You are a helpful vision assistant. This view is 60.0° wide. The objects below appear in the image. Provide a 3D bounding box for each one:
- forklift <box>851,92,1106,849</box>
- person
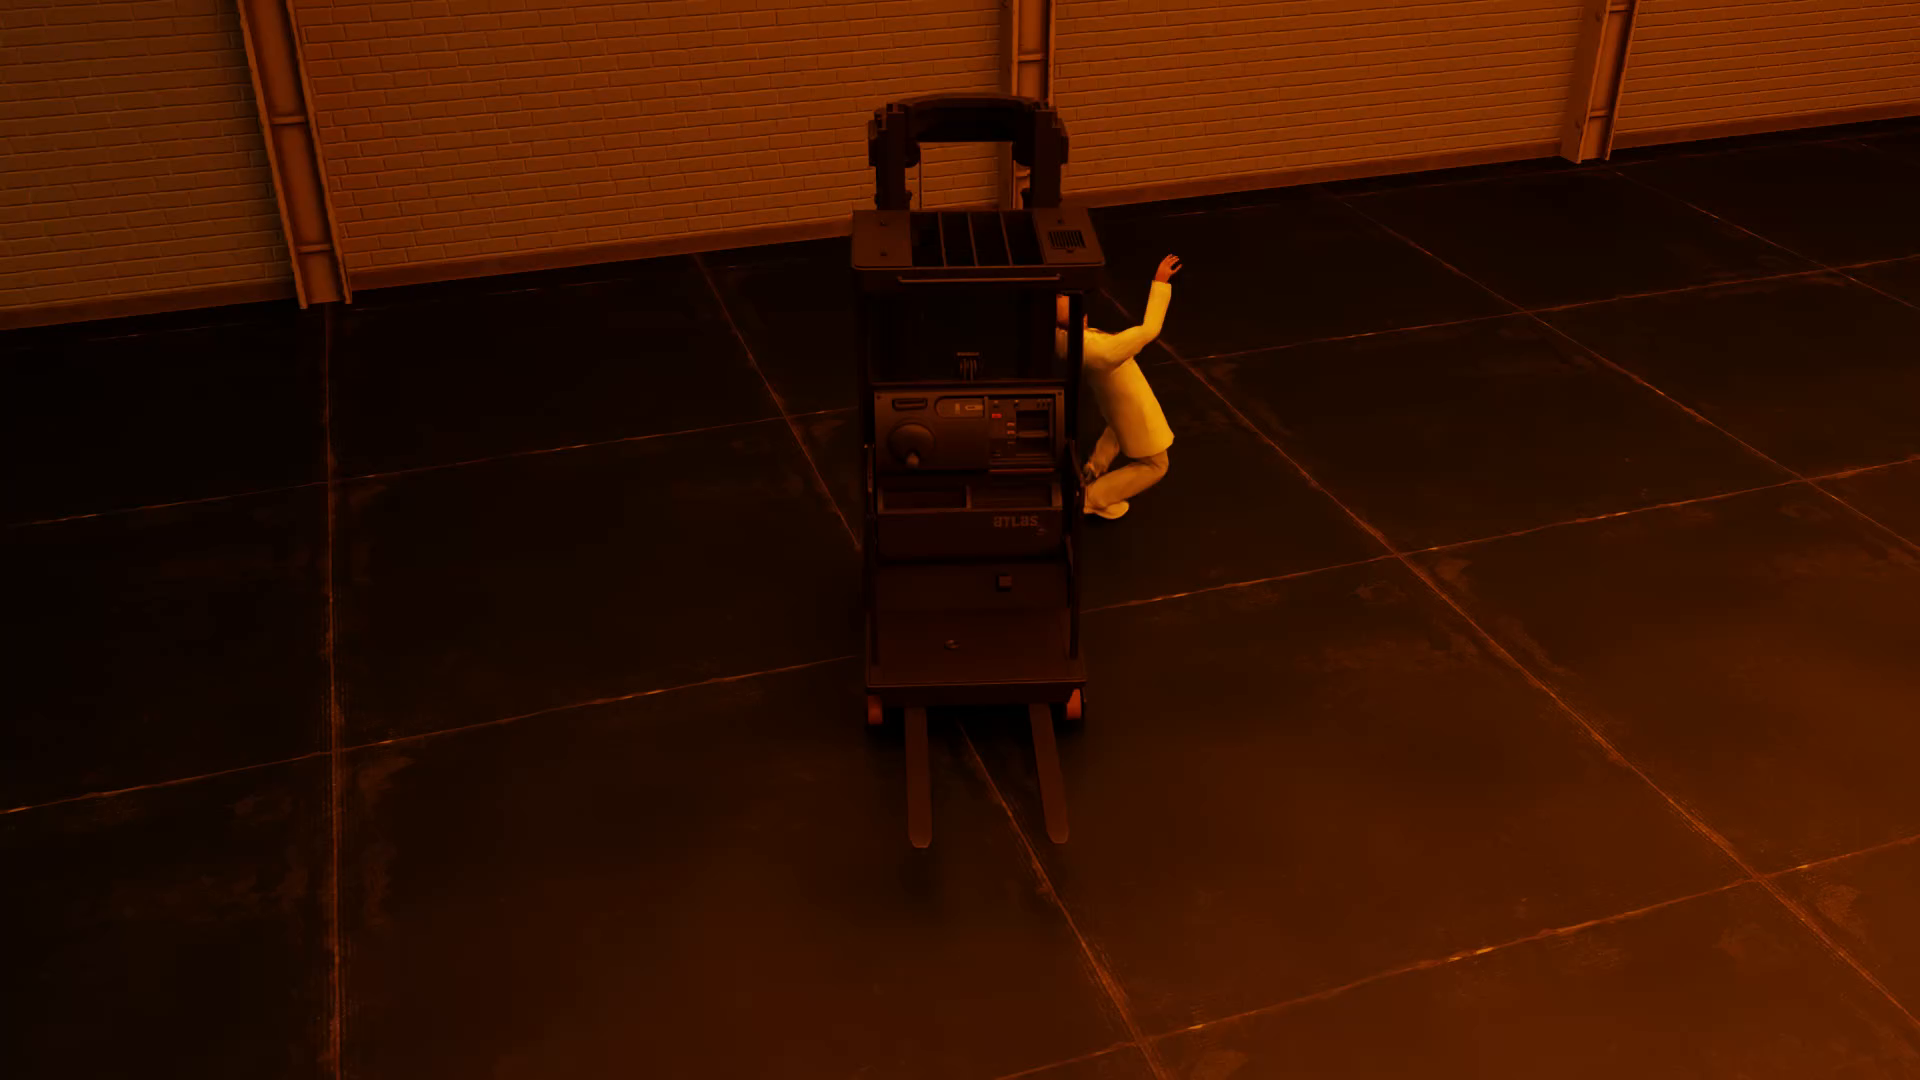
[{"bbox_3d":[0.060,-0.497,7.951,1.130,2.935,3.031,-1,30,-2],"label":"forklift"},{"bbox_3d":[0.854,-0.976,10.049,0.805,1.728,1.090,-15,33,-24],"label":"person"}]
